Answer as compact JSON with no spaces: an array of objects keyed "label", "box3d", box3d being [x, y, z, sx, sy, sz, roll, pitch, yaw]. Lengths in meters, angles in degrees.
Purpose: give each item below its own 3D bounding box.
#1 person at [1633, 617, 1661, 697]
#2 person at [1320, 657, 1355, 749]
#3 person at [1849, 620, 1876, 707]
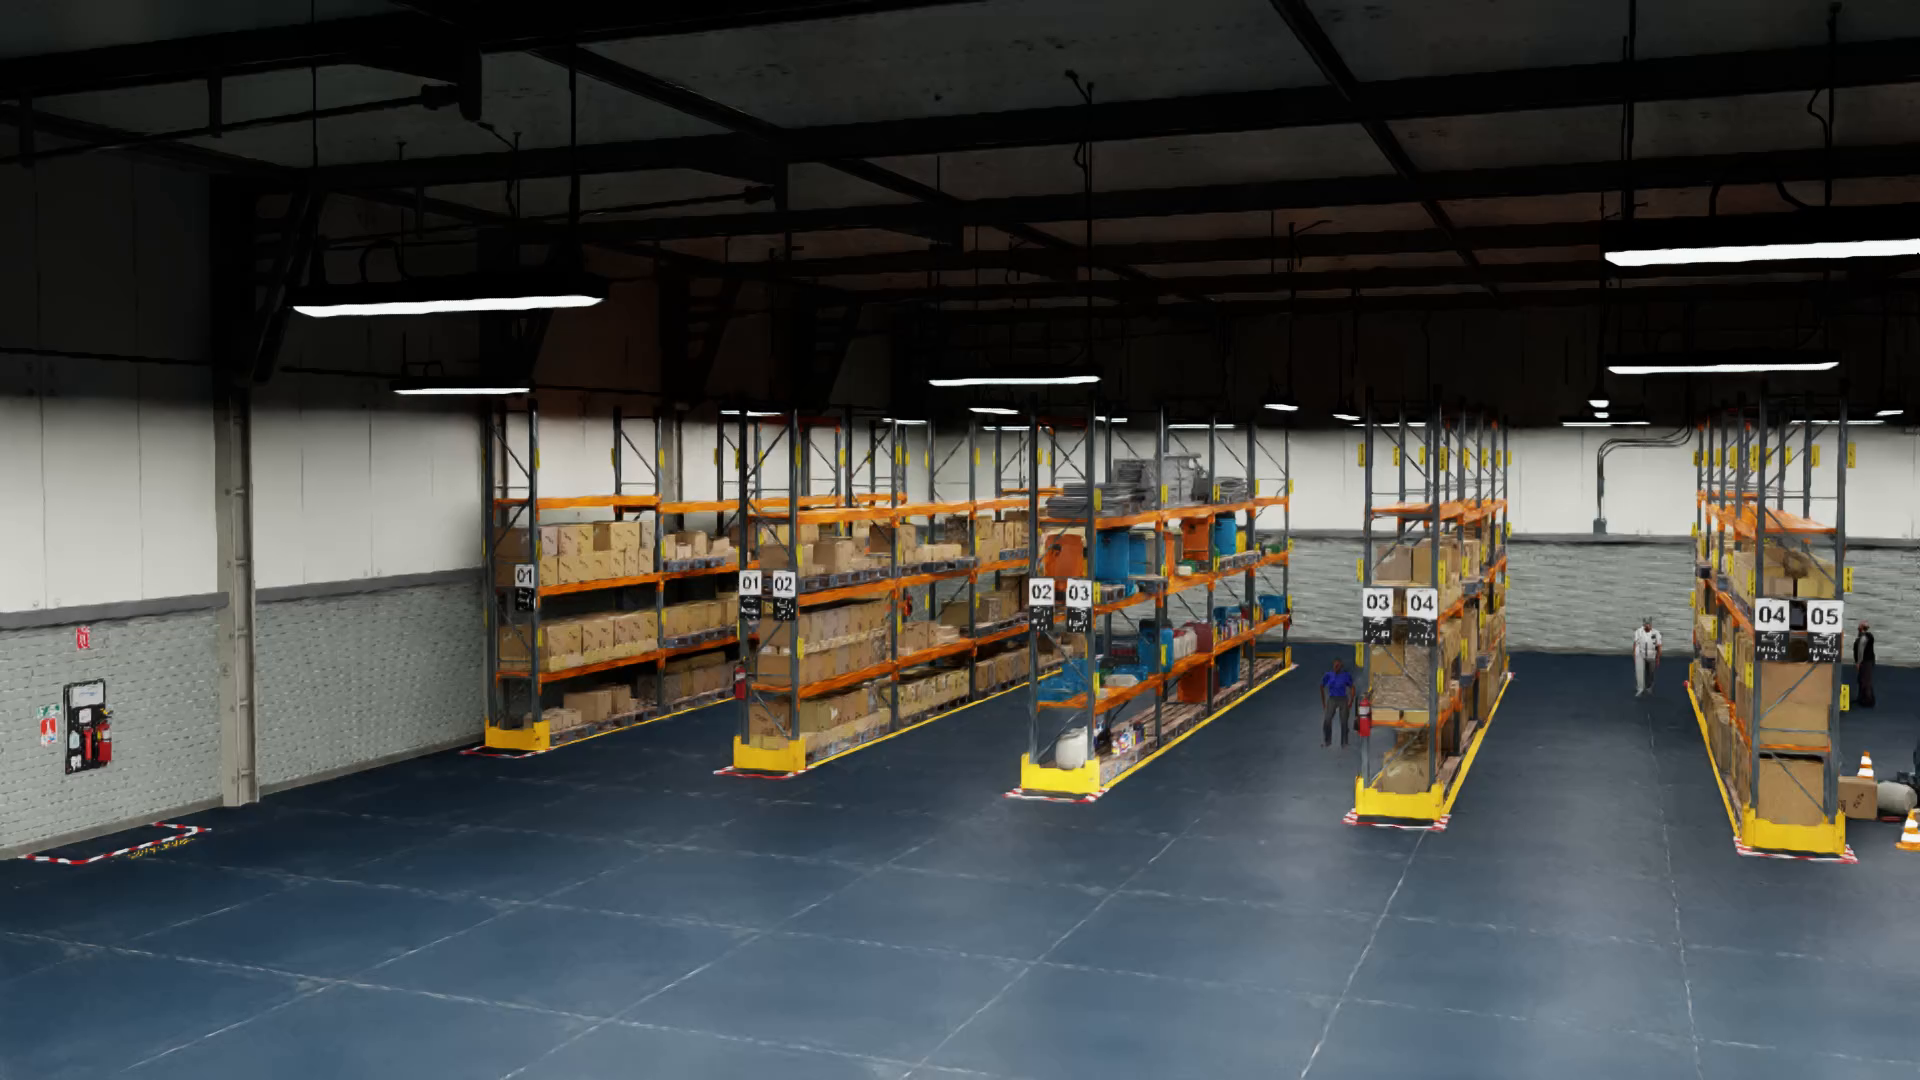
[{"label":"person","box3d":[14.409,2.428,34.859,0.537,1.676,1.130,1,3,19]},{"label":"person","box3d":[6.497,2.796,28.627,0.592,1.604,0.518,1,3,19]},{"label":"person","box3d":[18.177,2.475,33.495,0.548,1.720,0.607,2,4,39]}]
